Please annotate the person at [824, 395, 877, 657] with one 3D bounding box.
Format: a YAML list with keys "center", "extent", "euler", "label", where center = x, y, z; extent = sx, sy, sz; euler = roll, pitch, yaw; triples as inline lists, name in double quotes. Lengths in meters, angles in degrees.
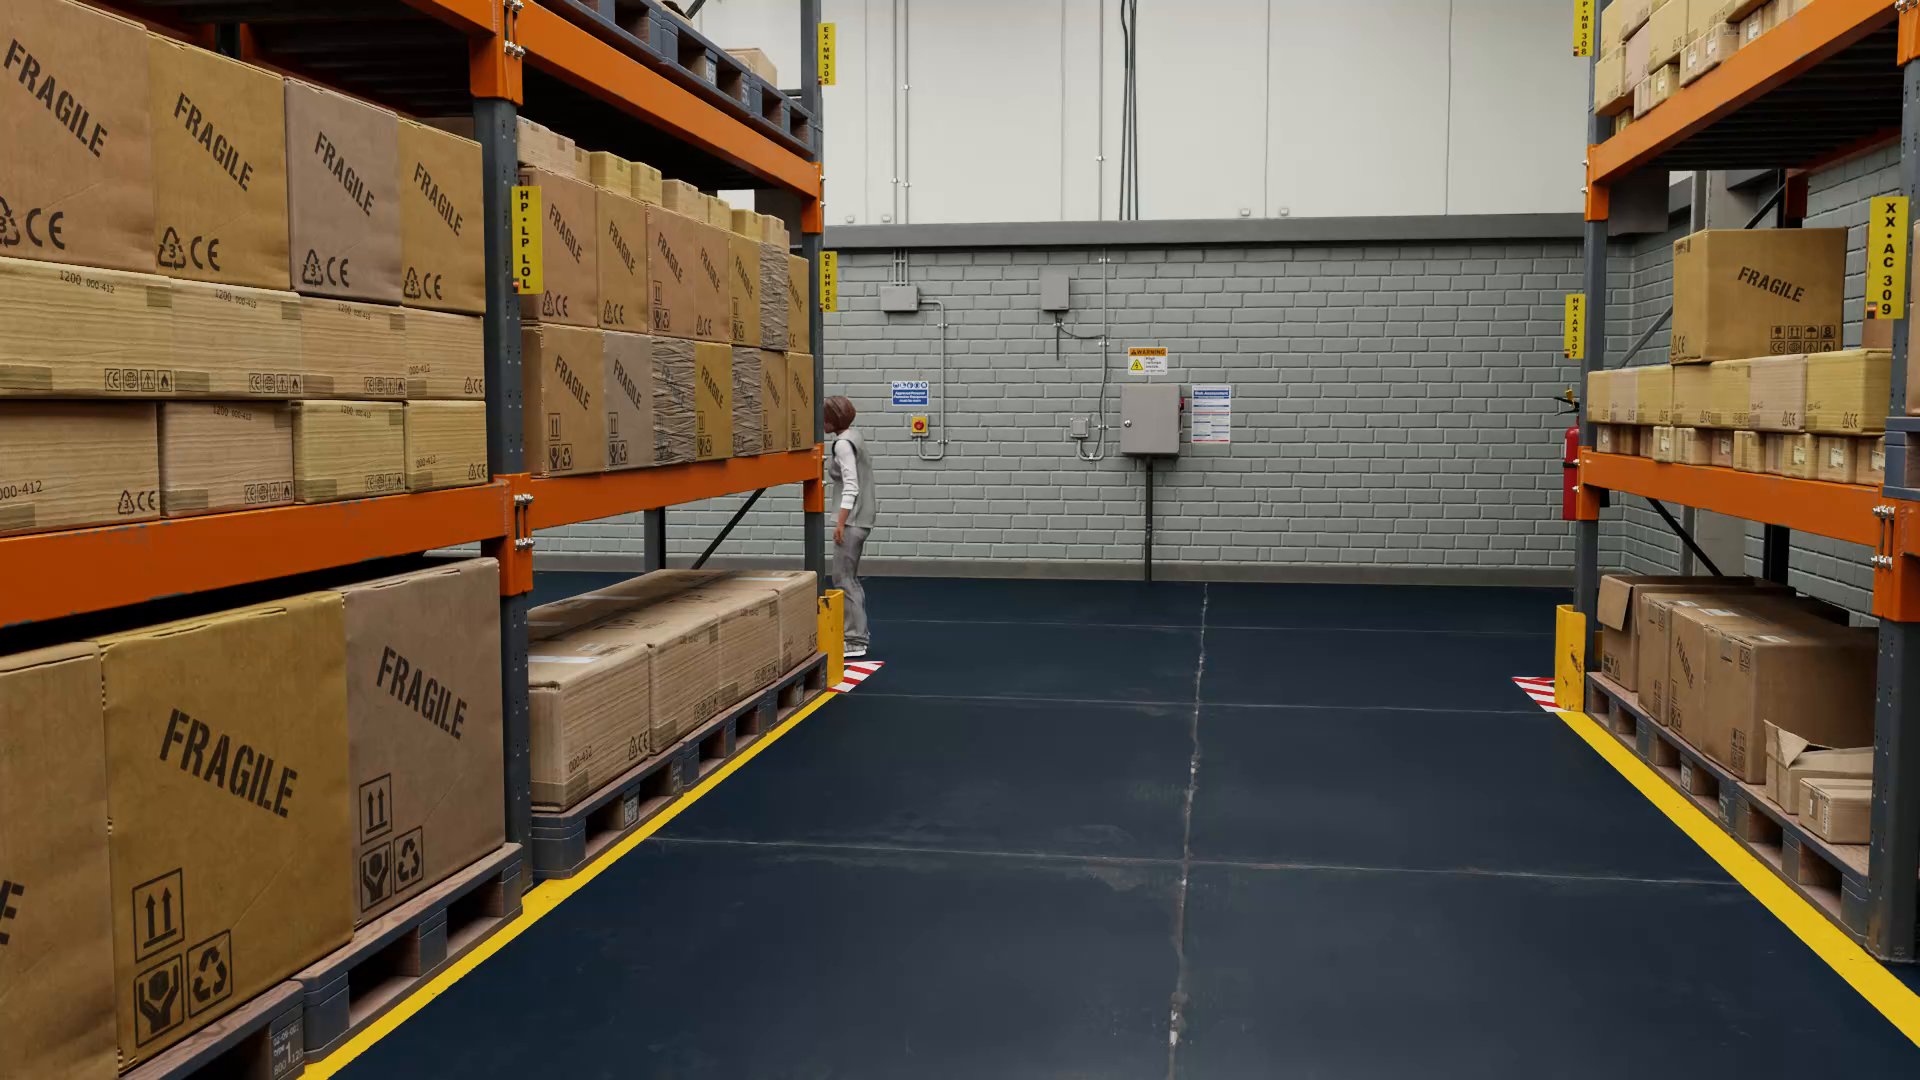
- center: [-0.687, -0.086, 10.183]
  extent: [0.349, 1.593, 0.468]
  euler: [0, 5, 2]
  label: "person"
